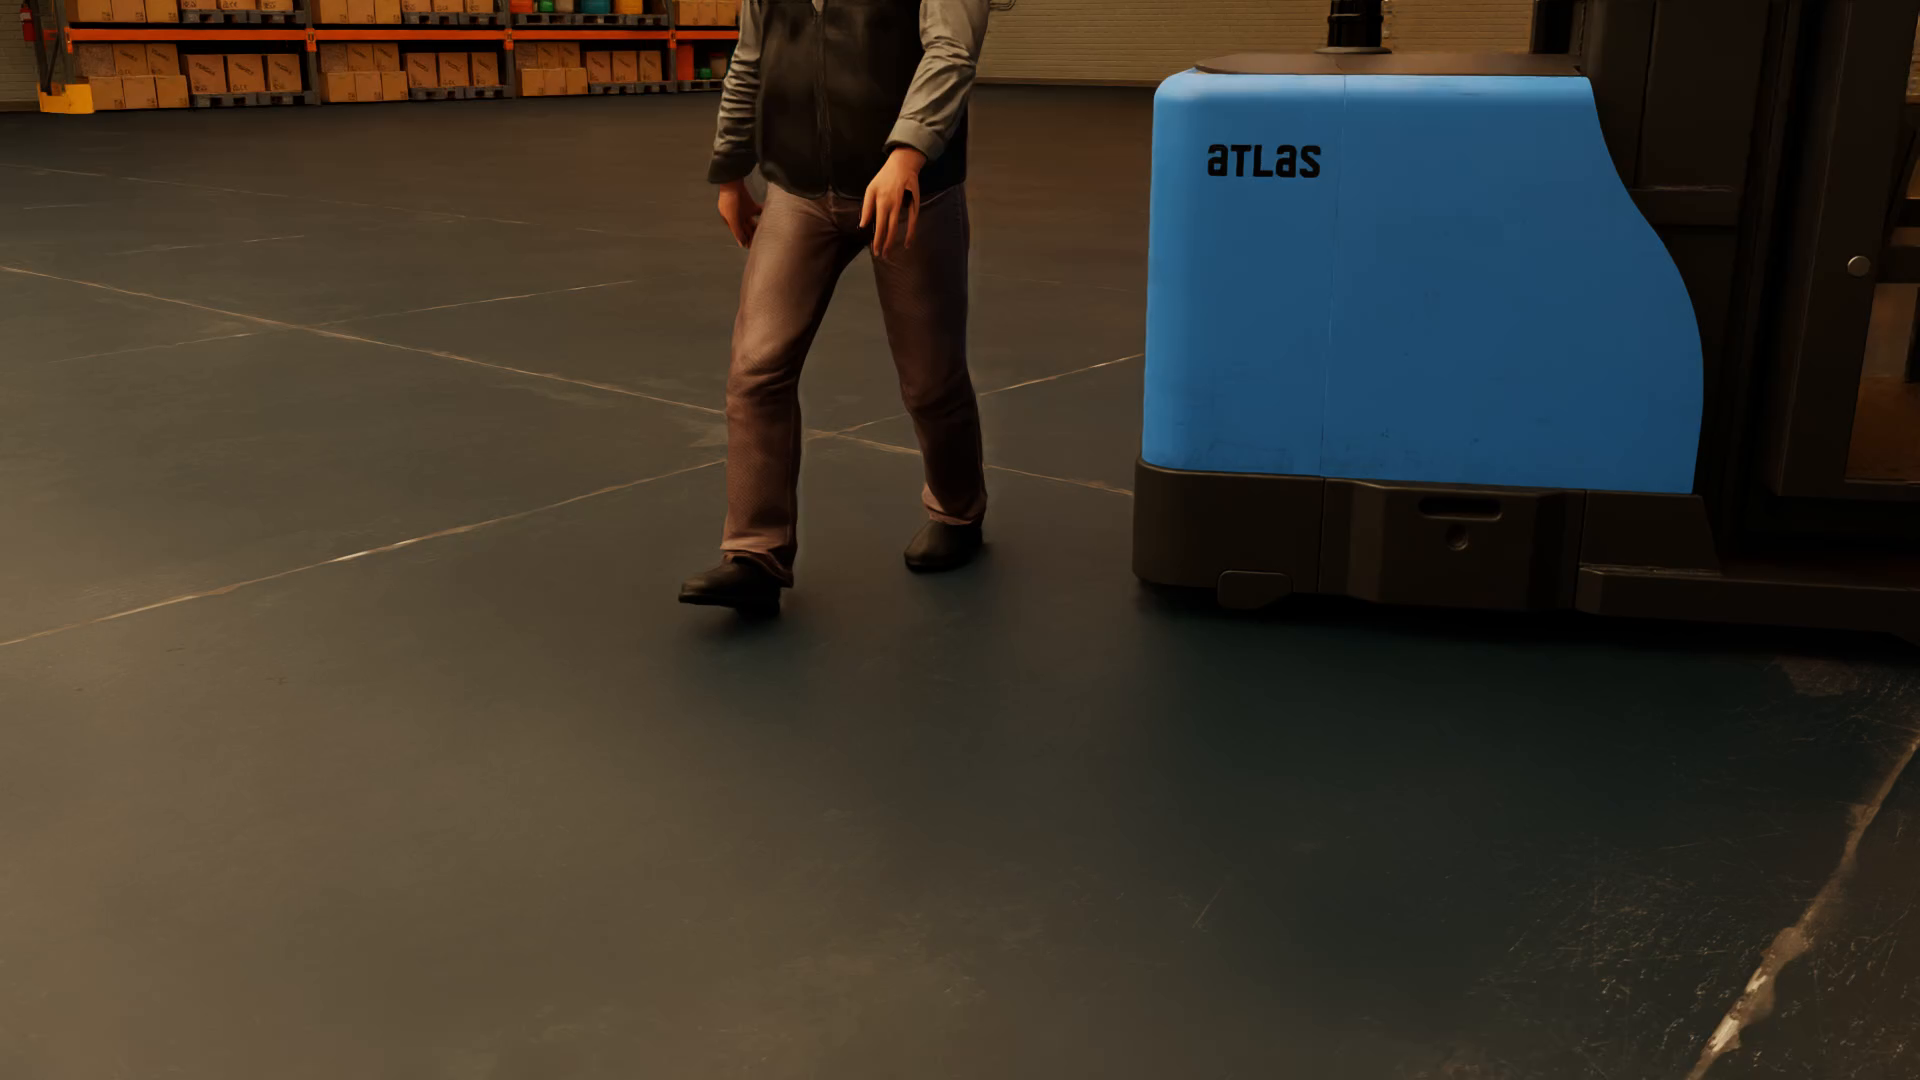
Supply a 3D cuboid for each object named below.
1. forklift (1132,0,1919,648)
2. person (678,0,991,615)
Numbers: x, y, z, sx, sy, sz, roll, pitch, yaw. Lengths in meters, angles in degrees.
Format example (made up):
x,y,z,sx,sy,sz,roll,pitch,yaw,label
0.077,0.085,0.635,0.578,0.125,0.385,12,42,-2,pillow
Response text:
x,y,z,sx,sy,sz,roll,pitch,yaw,label
1.929,-1.312,3.217,3.031,2.935,1.130,3,17,10,forklift
-0.271,-0.687,3.375,0.667,1.674,0.892,6,18,18,person
